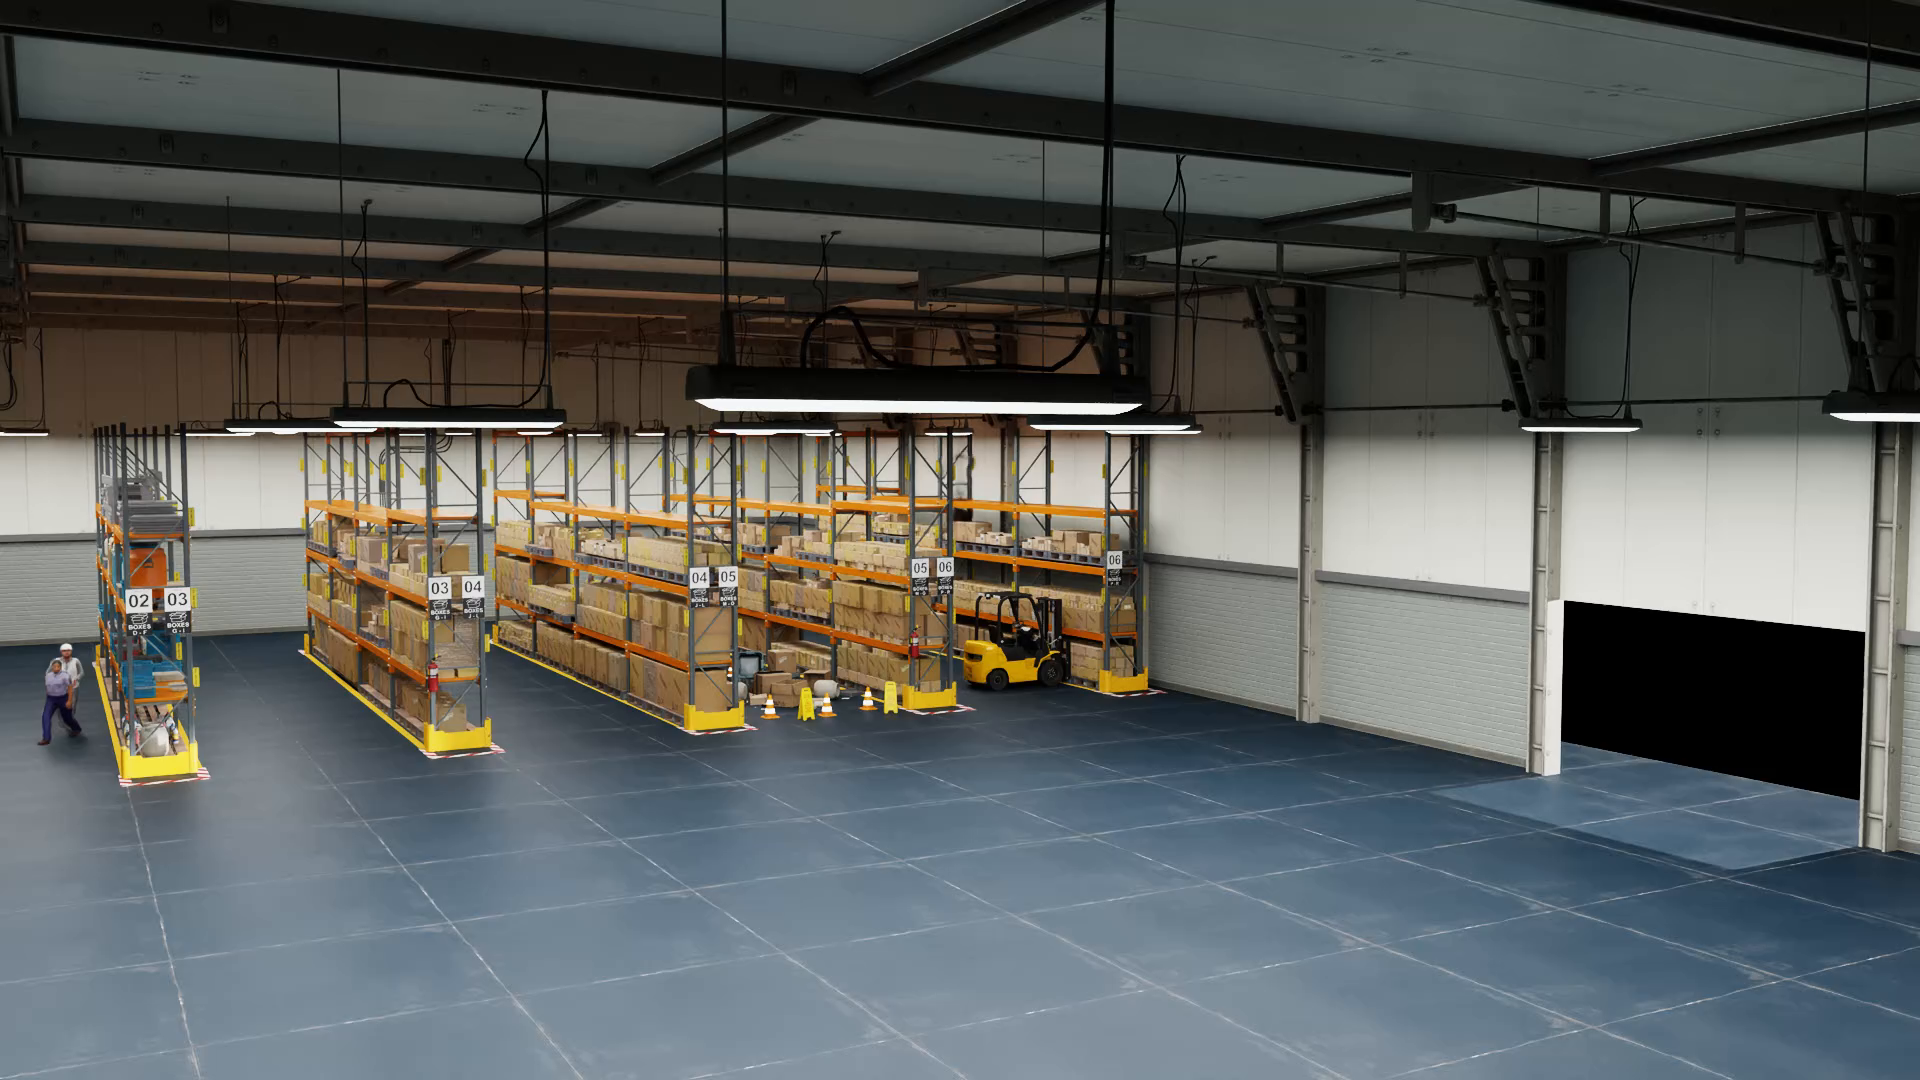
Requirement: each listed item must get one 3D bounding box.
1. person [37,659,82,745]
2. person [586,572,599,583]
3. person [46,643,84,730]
[{"bbox_3d":[-16.969,3.027,31.293,0.570,1.568,0.994,0,3,-2],"label":"person"},{"bbox_3d":[-11.233,1.809,50.496,0.710,1.779,0.724,2,4,30],"label":"person"},{"bbox_3d":[-17.485,2.883,32.536,0.641,1.727,0.668,-2,4,-33],"label":"person"}]
